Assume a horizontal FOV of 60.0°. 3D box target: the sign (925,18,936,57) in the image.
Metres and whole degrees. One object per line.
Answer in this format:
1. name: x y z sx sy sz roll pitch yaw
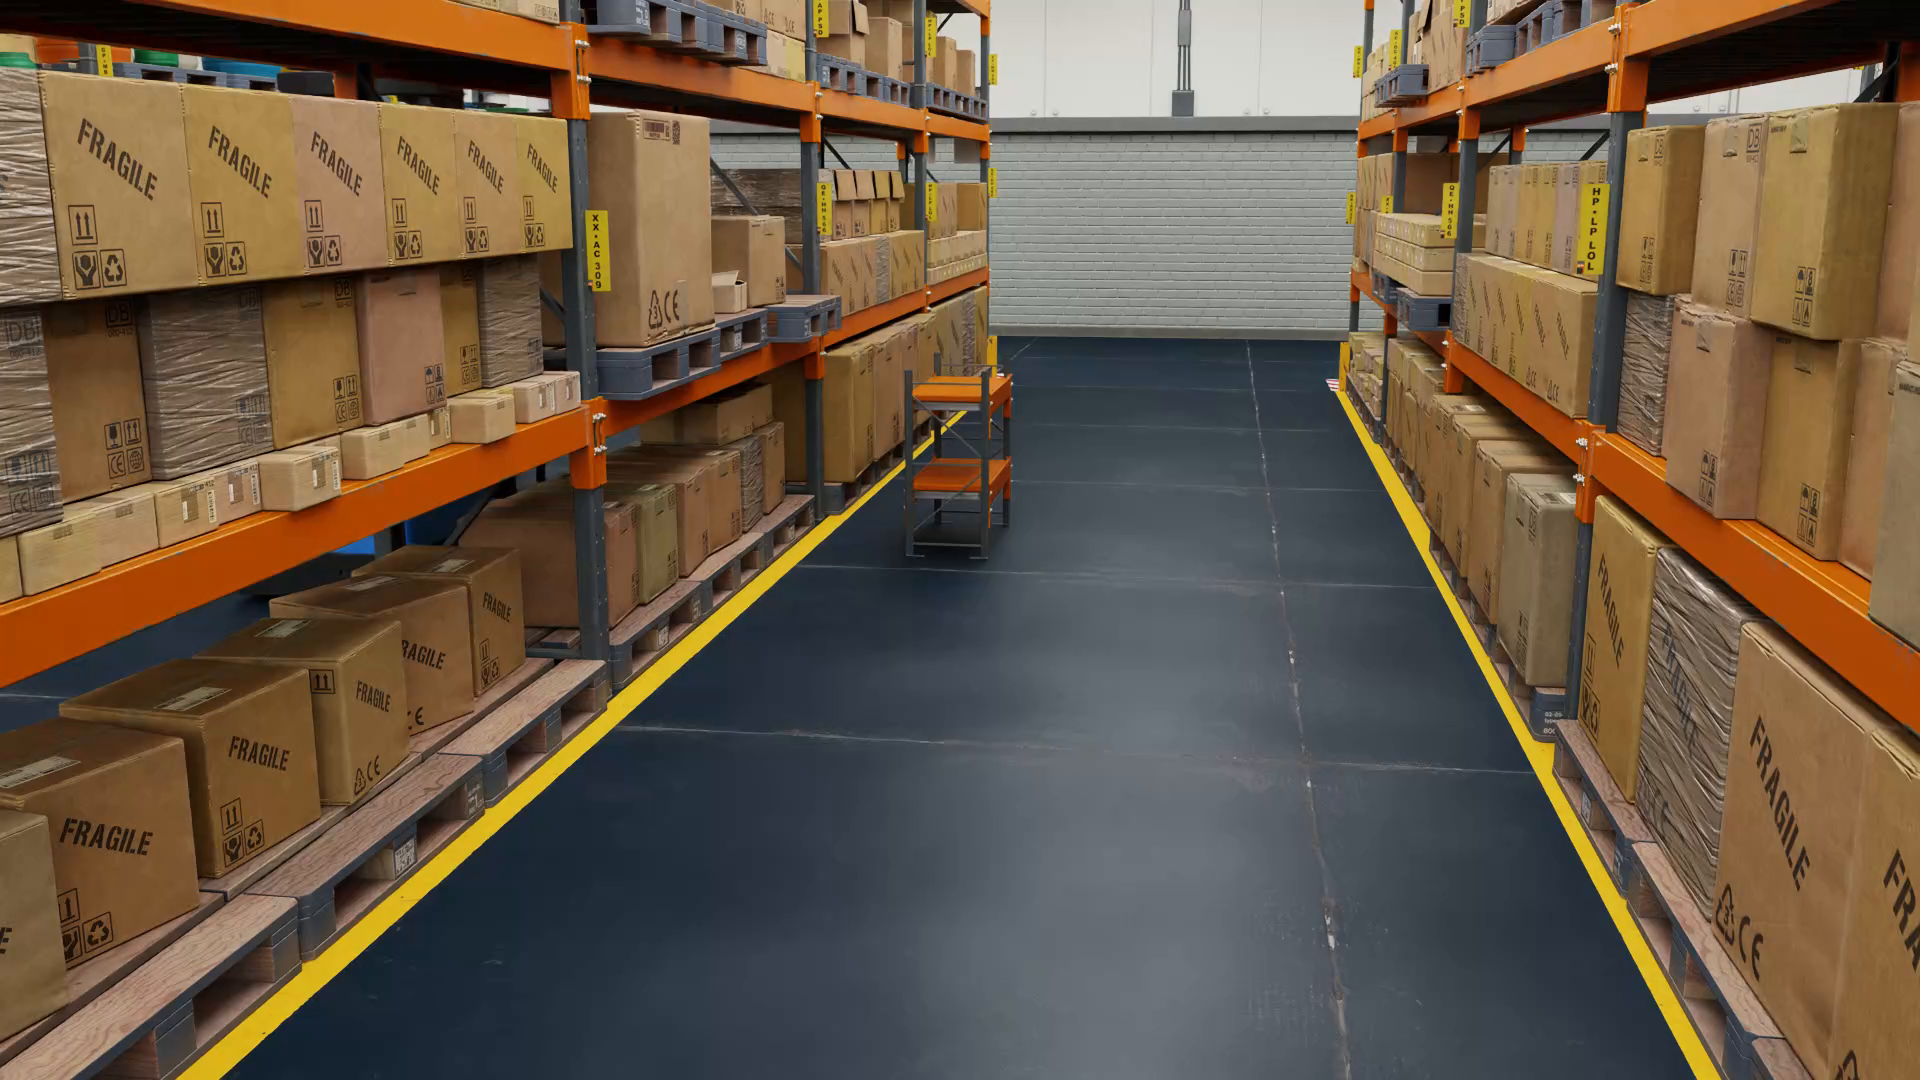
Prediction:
1. sign: -0.256 -4.300 14.231 0.100 0.325 0.005 2 12 9

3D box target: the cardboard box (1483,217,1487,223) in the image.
1. cardboard box: 4.021 -2.273 12.107 0.380 0.149 0.250 1 12 6

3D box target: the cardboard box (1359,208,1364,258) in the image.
1. cardboard box: 4.307 -3.091 16.772 0.500 0.500 0.500 2 12 9

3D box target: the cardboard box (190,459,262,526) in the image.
1. cardboard box: -2.174 -0.134 4.590 0.380 0.149 0.250 2 12 9

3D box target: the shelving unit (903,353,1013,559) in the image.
1. shelving unit: 0.001 -0.551 10.381 0.538 1.125 1.048 2 12 9

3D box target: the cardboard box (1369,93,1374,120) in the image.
1. cardboard box: 4.233 -4.184 16.024 0.500 0.250 0.500 1 12 7

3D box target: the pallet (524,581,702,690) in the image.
1. pallet: -1.906 0.424 8.025 1.003 0.211 1.213 2 12 9

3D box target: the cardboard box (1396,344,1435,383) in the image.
1. cardboard box: 3.637 -1.354 12.815 0.500 0.250 0.500 2 12 10

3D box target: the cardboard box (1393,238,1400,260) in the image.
1. cardboard box: 3.338 -2.096 11.992 0.380 0.149 0.250 2 12 8

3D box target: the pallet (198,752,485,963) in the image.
1. pallet: -2.278 0.982 5.437 1.003 0.211 1.213 2 12 9

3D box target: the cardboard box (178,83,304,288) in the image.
1. cardboard box: -2.126 -0.941 4.424 0.500 0.500 0.500 2 12 9

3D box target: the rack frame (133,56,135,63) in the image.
1. rack frame: -9.967 -6.530 19.432 1.000 3.000 0.127 2 12 9

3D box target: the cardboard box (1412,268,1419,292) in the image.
1. cardboard box: 3.138 -1.680 10.767 0.380 0.149 0.250 2 12 8

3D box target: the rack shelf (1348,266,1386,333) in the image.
1. rack shelf: 4.399 -2.325 15.871 1.077 0.370 4.000 2 12 9

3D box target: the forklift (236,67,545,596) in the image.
1. forklift: -3.129 -1.375 9.915 1.130 2.935 3.031 2 12 9

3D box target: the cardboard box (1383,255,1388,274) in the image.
1. cardboard box: 3.458 -2.114 12.782 0.380 0.149 0.250 2 12 9

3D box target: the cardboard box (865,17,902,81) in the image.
1. cardboard box: -0.873 -4.042 13.774 0.700 0.500 0.500 2 12 10

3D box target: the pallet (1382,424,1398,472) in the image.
1. pallet: 3.973 -0.735 13.405 1.003 0.211 1.213 2 12 9

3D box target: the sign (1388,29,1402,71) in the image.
1. sign: 3.554 -3.996 13.567 0.100 0.325 0.005 2 12 9

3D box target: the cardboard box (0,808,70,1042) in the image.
1. cardboard box: -2.527 0.943 3.935 0.500 0.500 0.500 4 13 19

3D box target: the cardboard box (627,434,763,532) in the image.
1. cardboard box: -1.565 -0.347 9.872 0.700 0.500 0.500 1 12 4

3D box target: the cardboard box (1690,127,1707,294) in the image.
1. cardboard box: 2.801 -1.003 5.107 0.875 0.550 0.550 2 12 9

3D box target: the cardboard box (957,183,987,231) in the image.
1. cardboard box: 0.006 -3.604 17.966 0.500 0.500 0.500 2 12 9

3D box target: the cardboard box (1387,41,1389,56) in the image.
1. cardboard box: 4.022 -4.384 14.820 0.380 0.149 0.250 1 12 6

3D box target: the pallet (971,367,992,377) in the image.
1. pallet: -0.224 -1.743 18.080 1.003 0.211 1.213 2 12 9

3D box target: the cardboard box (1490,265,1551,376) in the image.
1. cardboard box: 2.908 -1.078 8.137 0.500 0.500 0.500 2 12 8

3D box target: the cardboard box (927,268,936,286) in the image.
1. cardboard box: -0.420 -2.370 14.969 0.380 0.149 0.250 2 12 9

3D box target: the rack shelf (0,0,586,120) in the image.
1. rack shelf: -2.332 -1.475 4.807 1.077 0.370 4.000 2 12 9

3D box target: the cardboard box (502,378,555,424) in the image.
1. cardboard box: -1.815 -0.548 6.514 0.380 0.149 0.250 2 12 9

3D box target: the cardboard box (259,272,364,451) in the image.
1. cardboard box: -2.361 -0.567 5.060 0.875 0.500 0.500 2 12 9

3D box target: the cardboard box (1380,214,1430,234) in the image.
1. cardboard box: 3.540 -2.509 13.201 0.380 0.149 0.250 2 12 10

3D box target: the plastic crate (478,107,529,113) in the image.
1. plastic crate: -4.942 -4.584 18.026 0.450 0.188 0.336 2 12 9

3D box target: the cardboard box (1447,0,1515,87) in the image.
1. cardboard box: 3.313 -3.070 10.263 0.500 0.500 0.500 2 12 9

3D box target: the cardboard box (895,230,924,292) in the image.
1. cardboard box: -0.596 -2.385 14.204 0.500 0.500 0.500 2 12 9

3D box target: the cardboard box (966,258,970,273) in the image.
1. cardboard box: -0.103 -2.801 16.966 0.380 0.149 0.250 2 12 9

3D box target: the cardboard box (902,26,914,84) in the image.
1. cardboard box: -0.733 -4.377 15.090 0.700 0.500 0.500 1 12 5

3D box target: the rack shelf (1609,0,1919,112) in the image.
1. rack shelf: 2.554 -1.294 3.964 1.077 0.370 4.000 2 12 9

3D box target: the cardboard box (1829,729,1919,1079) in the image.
1. cardboard box: 2.285 0.927 3.117 0.875 0.875 0.875 2 12 9

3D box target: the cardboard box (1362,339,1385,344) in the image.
1. cardboard box: 4.245 -1.934 16.705 0.380 0.149 0.250 1 12 6

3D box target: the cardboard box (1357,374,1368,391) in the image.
1. cardboard box: 4.102 -1.542 16.301 0.380 0.149 0.250 1 12 6

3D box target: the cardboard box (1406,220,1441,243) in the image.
1. cardboard box: 3.217 -2.081 11.215 0.380 0.149 0.250 2 12 10

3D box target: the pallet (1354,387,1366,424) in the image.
1. pallet: 4.345 -1.293 15.993 1.003 0.211 1.213 2 12 9

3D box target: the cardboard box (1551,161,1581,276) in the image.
1. cardboard box: 3.087 -1.449 7.486 0.700 0.500 0.500 2 12 9

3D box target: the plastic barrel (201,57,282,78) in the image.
1. plastic barrel: -5.799 -4.159 13.367 0.600 0.901 0.708 2 12 9

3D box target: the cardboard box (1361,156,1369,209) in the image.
1. cardboard box: 4.202 -3.479 16.199 0.500 0.500 0.500 2 12 7

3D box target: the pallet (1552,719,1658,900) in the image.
1. pallet: 2.667 0.924 5.707 1.003 0.211 1.213 2 12 9

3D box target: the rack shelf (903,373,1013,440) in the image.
1. rack shelf: 0.001 -0.837 10.320 0.538 0.278 1.000 2 12 9

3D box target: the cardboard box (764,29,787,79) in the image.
1. cardboard box: -1.303 -2.792 9.566 0.500 0.250 0.500 2 12 8

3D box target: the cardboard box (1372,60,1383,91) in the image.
1. cardboard box: 4.137 -4.329 15.510 0.500 0.250 0.500 1 12 7

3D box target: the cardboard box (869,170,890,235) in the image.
1. cardboard box: -1.001 -2.706 13.311 0.797 0.503 0.637 2 12 9

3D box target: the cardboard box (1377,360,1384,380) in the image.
1. cardboard box: 3.889 -1.500 14.693 0.380 0.149 0.250 2 12 9

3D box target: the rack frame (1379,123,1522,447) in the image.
1. rack frame: 4.091 -2.261 13.864 1.000 3.000 0.127 2 12 9

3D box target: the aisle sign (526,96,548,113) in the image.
1. aisle sign: -4.772 -4.712 19.067 0.394 0.787 0.004 2 12 9
